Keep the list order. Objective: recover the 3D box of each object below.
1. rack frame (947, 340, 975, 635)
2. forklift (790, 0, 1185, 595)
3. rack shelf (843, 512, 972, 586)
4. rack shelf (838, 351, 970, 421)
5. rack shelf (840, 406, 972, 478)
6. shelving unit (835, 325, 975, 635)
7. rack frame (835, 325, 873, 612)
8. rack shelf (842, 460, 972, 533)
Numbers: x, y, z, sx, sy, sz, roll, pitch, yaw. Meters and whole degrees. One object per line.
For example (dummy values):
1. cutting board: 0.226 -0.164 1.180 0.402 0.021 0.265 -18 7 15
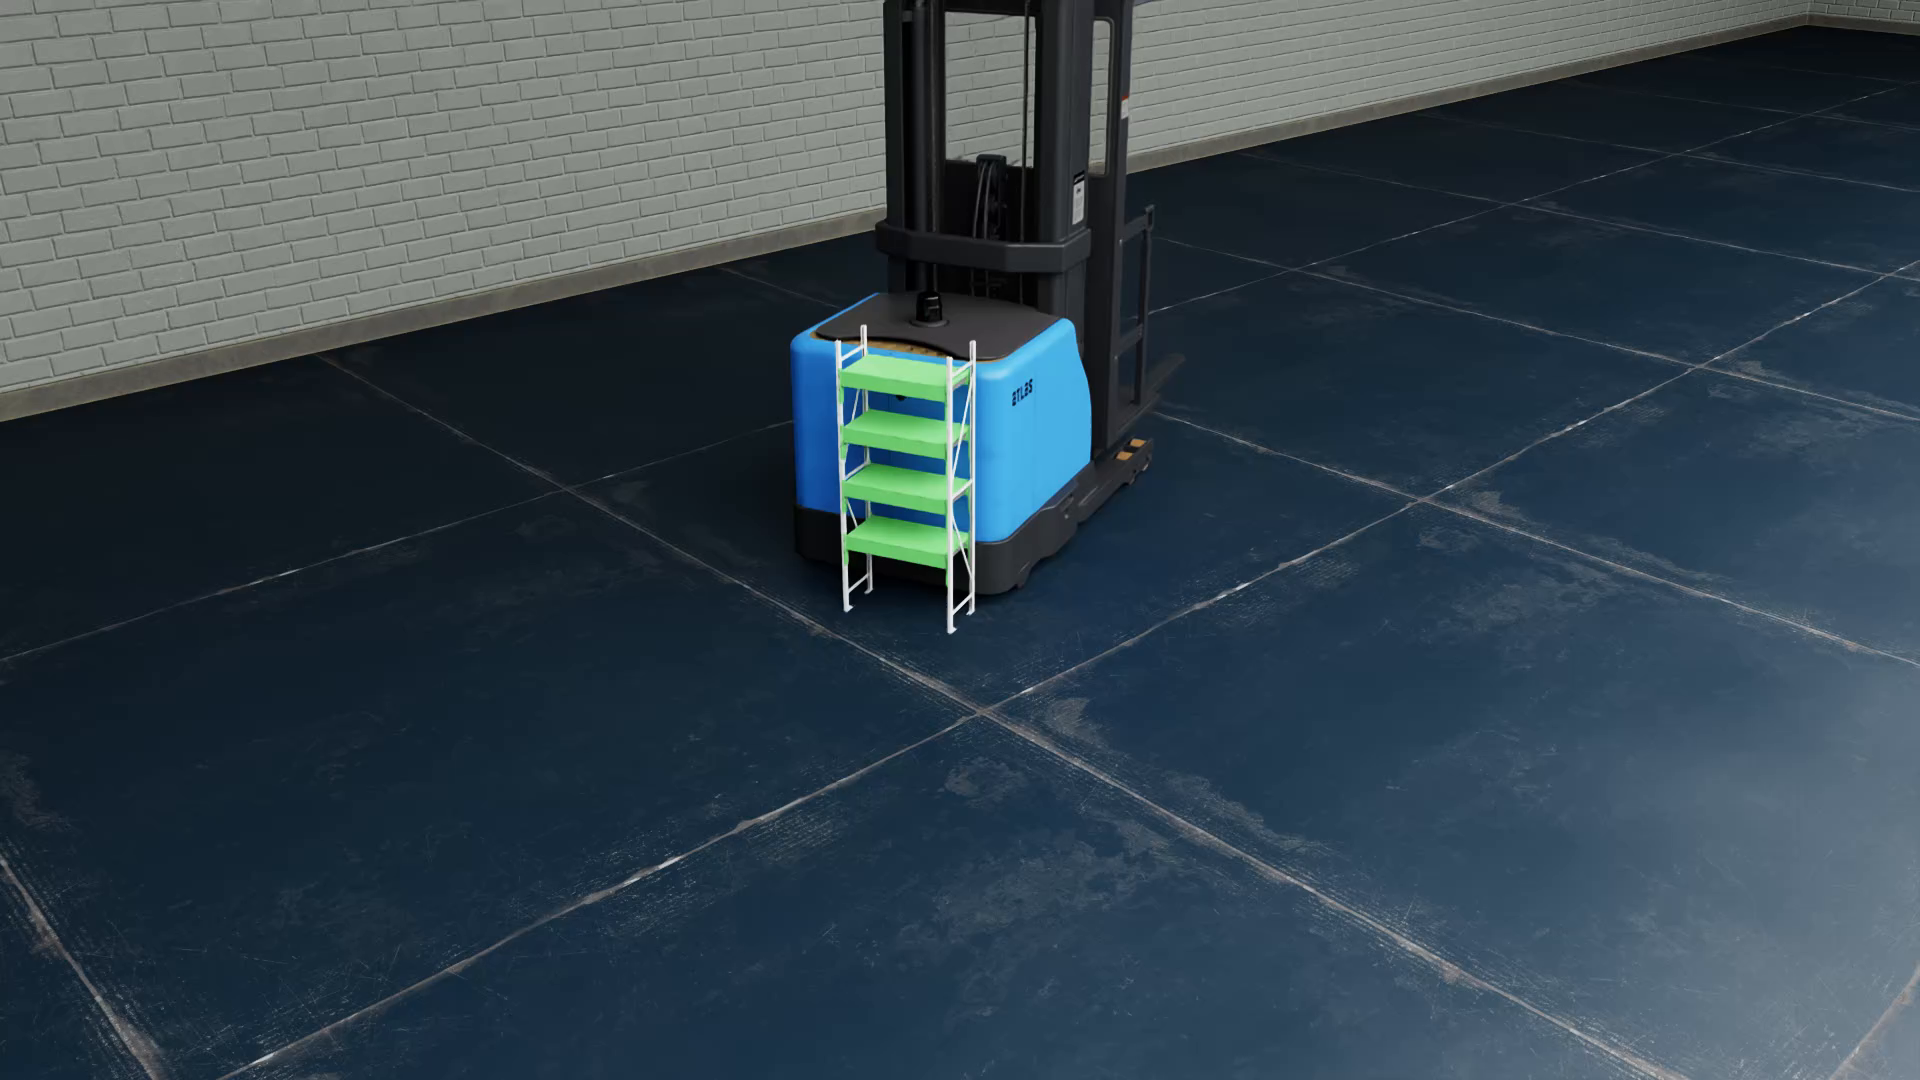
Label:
1. rack frame: 0.005 -0.200 6.743 0.015 1.200 0.240 11 27 22
2. forklift: 0.344 -1.682 7.905 1.130 2.935 3.031 11 27 23
3. rack shelf: -0.217 0.034 6.962 0.480 0.148 0.258 11 27 22
4. rack shelf: -0.217 -0.621 6.663 0.480 0.148 0.258 11 27 22
5. rack shelf: -0.217 -0.403 6.763 0.480 0.148 0.258 11 27 22
6. shelving unit: -0.217 -0.242 6.836 0.503 1.200 0.258 11 27 22
7. rack frame: -0.438 -0.285 6.929 0.015 1.200 0.240 11 27 22
8. rack shelf: -0.217 -0.184 6.862 0.480 0.148 0.258 11 27 22
